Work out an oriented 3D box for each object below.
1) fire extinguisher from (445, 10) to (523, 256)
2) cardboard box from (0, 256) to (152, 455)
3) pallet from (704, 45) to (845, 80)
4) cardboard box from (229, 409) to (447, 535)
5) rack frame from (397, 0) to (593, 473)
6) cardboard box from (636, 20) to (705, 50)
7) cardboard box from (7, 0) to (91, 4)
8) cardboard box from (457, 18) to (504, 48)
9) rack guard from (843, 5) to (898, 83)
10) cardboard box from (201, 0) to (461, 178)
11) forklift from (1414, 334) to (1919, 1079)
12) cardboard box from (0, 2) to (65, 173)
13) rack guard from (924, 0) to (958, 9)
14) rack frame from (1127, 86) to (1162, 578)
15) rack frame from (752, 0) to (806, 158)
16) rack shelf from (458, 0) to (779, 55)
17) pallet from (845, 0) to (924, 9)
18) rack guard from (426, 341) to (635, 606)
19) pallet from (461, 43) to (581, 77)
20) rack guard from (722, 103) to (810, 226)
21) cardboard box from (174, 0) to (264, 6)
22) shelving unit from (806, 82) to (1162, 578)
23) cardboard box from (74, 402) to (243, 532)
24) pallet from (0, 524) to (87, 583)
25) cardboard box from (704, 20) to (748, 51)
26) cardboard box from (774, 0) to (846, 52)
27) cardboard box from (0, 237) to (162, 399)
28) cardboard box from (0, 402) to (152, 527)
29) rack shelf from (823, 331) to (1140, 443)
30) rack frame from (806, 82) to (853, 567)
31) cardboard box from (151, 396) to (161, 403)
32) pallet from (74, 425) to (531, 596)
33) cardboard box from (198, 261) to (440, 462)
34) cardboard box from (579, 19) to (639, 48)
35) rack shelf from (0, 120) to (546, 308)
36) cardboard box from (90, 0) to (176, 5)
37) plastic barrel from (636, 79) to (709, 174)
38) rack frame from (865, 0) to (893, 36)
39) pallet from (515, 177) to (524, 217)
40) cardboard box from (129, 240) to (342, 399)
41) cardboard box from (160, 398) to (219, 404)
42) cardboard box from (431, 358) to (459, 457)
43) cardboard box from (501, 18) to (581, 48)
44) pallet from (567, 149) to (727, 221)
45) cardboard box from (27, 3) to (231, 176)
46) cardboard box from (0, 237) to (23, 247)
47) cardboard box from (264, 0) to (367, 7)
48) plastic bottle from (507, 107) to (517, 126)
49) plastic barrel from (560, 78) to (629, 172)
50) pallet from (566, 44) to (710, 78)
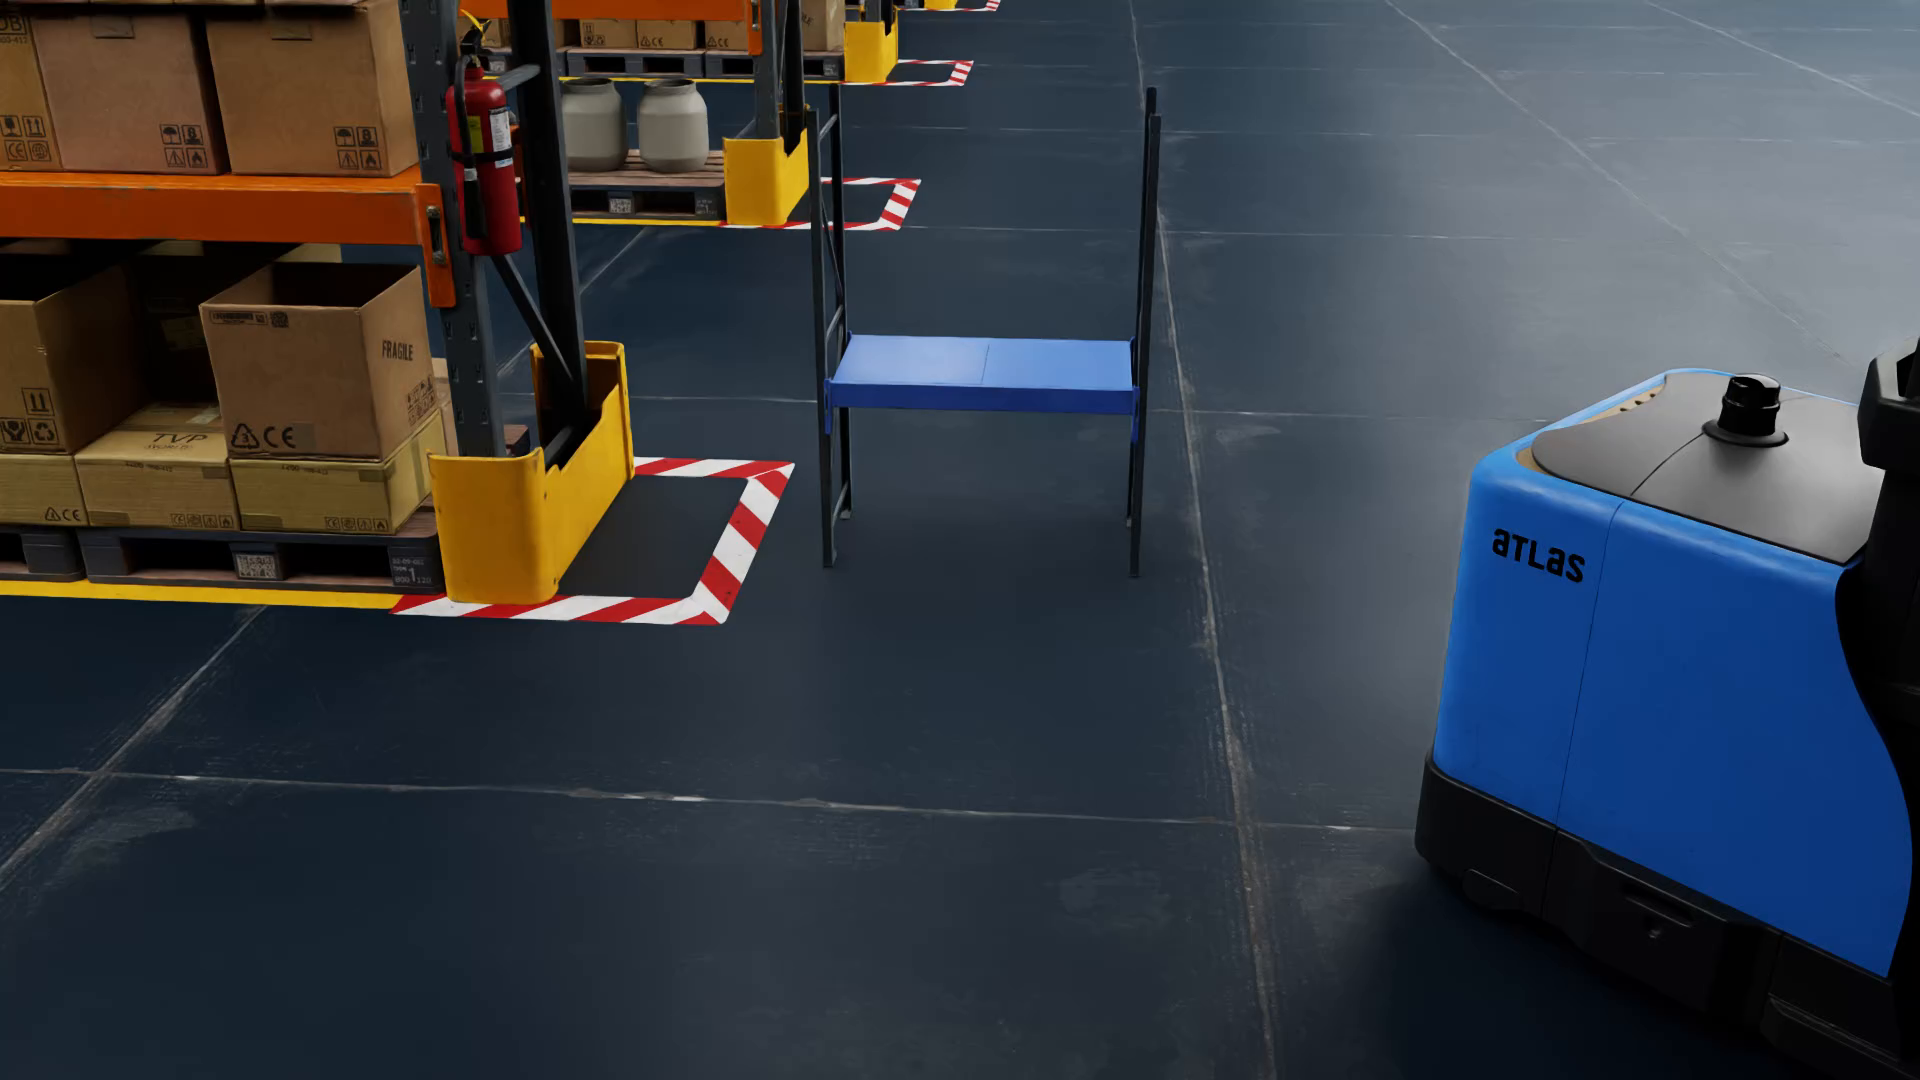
[{"bbox_3d":[-1.385,-1.170,4.796,0.183,0.674,0.296,2,25,4],"label":"fire extinguisher"},{"bbox_3d":[-3.023,-0.604,5.363,0.500,0.500,0.500,2,25,4],"label":"cardboard box"},{"bbox_3d":[-1.588,-4.307,14.858,1.213,0.211,1.003,2,25,4],"label":"pallet"},{"bbox_3d":[-2.024,-0.238,5.466,0.500,0.250,0.500,2,25,4],"label":"cardboard box"},{"bbox_3d":[-1.467,-1.402,5.209,0.127,3.000,1.000,2,25,4],"label":"rack frame"},{"bbox_3d":[-2.548,-4.646,14.746,0.500,0.500,0.500,4,25,9],"label":"cardboard box"},{"bbox_3d":[-2.629,-1.700,4.961,0.250,0.149,0.380,2,25,5],"label":"cardboard box"},{"bbox_3d":[-4.297,-4.685,14.830,0.500,0.500,0.500,1,25,2],"label":"cardboard box"},{"bbox_3d":[-0.781,-4.398,14.709,0.348,0.500,1.175,2,25,4],"label":"rack guard"},{"bbox_3d":[-1.931,-1.468,5.232,0.500,0.500,0.700,2,25,4],"label":"cardboard box"},{"bbox_3d":[2.456,-0.214,2.708,1.130,2.935,3.031,-21,32,-38],"label":"forklift"},{"bbox_3d":[-2.950,-1.501,5.304,0.500,0.500,0.700,2,25,4],"label":"cardboard box"},{"bbox_3d":[-0.200,-6.459,19.188,0.348,0.500,1.175,2,25,4],"label":"rack guard"},{"bbox_3d":[0.592,-0.662,5.395,0.032,1.500,0.500,2,25,4],"label":"rack frame"},{"bbox_3d":[-1.084,-3.467,9.695,0.127,3.000,1.000,2,25,4],"label":"rack frame"},{"bbox_3d":[-3.078,-3.204,9.985,4.000,0.370,1.077,2,25,4],"label":"rack shelf"},{"bbox_3d":[-1.028,-6.321,19.235,1.213,0.211,1.003,2,25,4],"label":"pallet"},{"bbox_3d":[-1.443,-0.266,5.730,0.348,0.500,1.175,2,25,4],"label":"rack guard"},{"bbox_3d":[-4.021,-4.385,15.028,1.213,0.211,1.003,2,25,4],"label":"pallet"},{"bbox_3d":[-1.163,-2.314,10.180,0.348,0.500,1.175,2,25,4],"label":"rack guard"},{"bbox_3d":[-2.124,-1.683,4.923,0.250,0.149,0.380,2,25,5],"label":"cardboard box"},{"bbox_3d":[0.085,-0.679,5.431,1.048,1.500,0.538,2,25,4],"label":"shelving unit"},{"bbox_3d":[-2.524,-0.249,5.490,0.500,0.250,0.500,2,25,4],"label":"cardboard box"},{"bbox_3d":[-3.446,-0.183,5.894,1.213,0.211,1.003,2,25,4],"label":"pallet"},{"bbox_3d":[-1.925,-4.618,14.685,0.500,0.500,0.500,8,26,18],"label":"cardboard box"},{"bbox_3d":[-1.326,-4.613,14.675,0.500,0.500,0.500,6,25,14],"label":"cardboard box"},{"bbox_3d":[-2.983,-0.820,5.834,0.500,0.500,0.500,2,25,4],"label":"cardboard box"},{"bbox_3d":[-3.022,-0.264,5.523,0.500,0.250,0.500,2,25,4],"label":"cardboard box"},{"bbox_3d":[0.085,-0.515,5.506,1.000,0.185,0.538,2,25,4],"label":"rack shelf"},{"bbox_3d":[-0.422,-0.695,5.466,0.032,1.500,0.500,2,25,4],"label":"rack frame"},{"bbox_3d":[-2.982,-0.484,6.001,0.500,0.250,0.500,2,25,4],"label":"cardboard box"},{"bbox_3d":[-2.233,-0.143,5.807,1.213,0.211,1.003,2,25,4],"label":"pallet"},{"bbox_3d":[-2.024,-0.578,5.307,0.500,0.500,0.500,2,25,4],"label":"cardboard box"},{"bbox_3d":[-3.101,-4.682,14.825,0.500,0.500,0.500,0,25,-1],"label":"cardboard box"},{"bbox_3d":[-3.461,-1.139,5.498,4.000,0.370,1.077,2,25,4],"label":"rack shelf"},{"bbox_3d":[-2.379,-1.691,4.941,0.250,0.149,0.380,1,25,3],"label":"cardboard box"},{"bbox_3d":[-1.746,-2.516,10.104,0.421,0.512,0.421,0,25,0],"label":"plastic barrel"},{"bbox_3d":[-0.705,-5.531,14.182,0.127,3.000,1.000,2,25,4],"label":"rack frame"},{"bbox_3d":[-3.186,-2.251,10.389,1.213,0.211,1.003,2,25,4],"label":"pallet"},{"bbox_3d":[-2.483,-0.810,5.811,0.500,0.500,0.500,2,25,4],"label":"cardboard box"},{"bbox_3d":[-2.483,-0.468,5.966,0.500,0.250,0.500,2,25,4],"label":"cardboard box"},{"bbox_3d":[-1.985,-0.454,5.935,0.500,0.250,0.500,2,25,4],"label":"cardboard box"},{"bbox_3d":[-3.726,-4.669,14.797,0.500,0.500,0.500,10,27,21],"label":"cardboard box"},{"bbox_3d":[-1.973,-2.211,10.302,1.213,0.211,1.003,2,25,4],"label":"pallet"},{"bbox_3d":[-2.455,-1.483,5.264,0.500,0.500,0.700,2,25,5],"label":"cardboard box"},{"bbox_3d":[-3.480,-0.844,5.885,0.500,0.500,0.500,2,25,4],"label":"cardboard box"},{"bbox_3d":[-1.862,-1.675,4.906,0.250,0.149,0.380,1,25,3],"label":"cardboard box"},{"bbox_3d":[-2.868,-2.615,10.582,0.097,0.271,0.097,0,25,0],"label":"plastic bottle"},{"bbox_3d":[-2.246,-2.532,10.139,0.421,0.512,0.421,0,25,0],"label":"plastic barrel"},{"bbox_3d":[-2.801,-4.347,14.946,1.213,0.211,1.003,2,25,4],"label":"pallet"}]
